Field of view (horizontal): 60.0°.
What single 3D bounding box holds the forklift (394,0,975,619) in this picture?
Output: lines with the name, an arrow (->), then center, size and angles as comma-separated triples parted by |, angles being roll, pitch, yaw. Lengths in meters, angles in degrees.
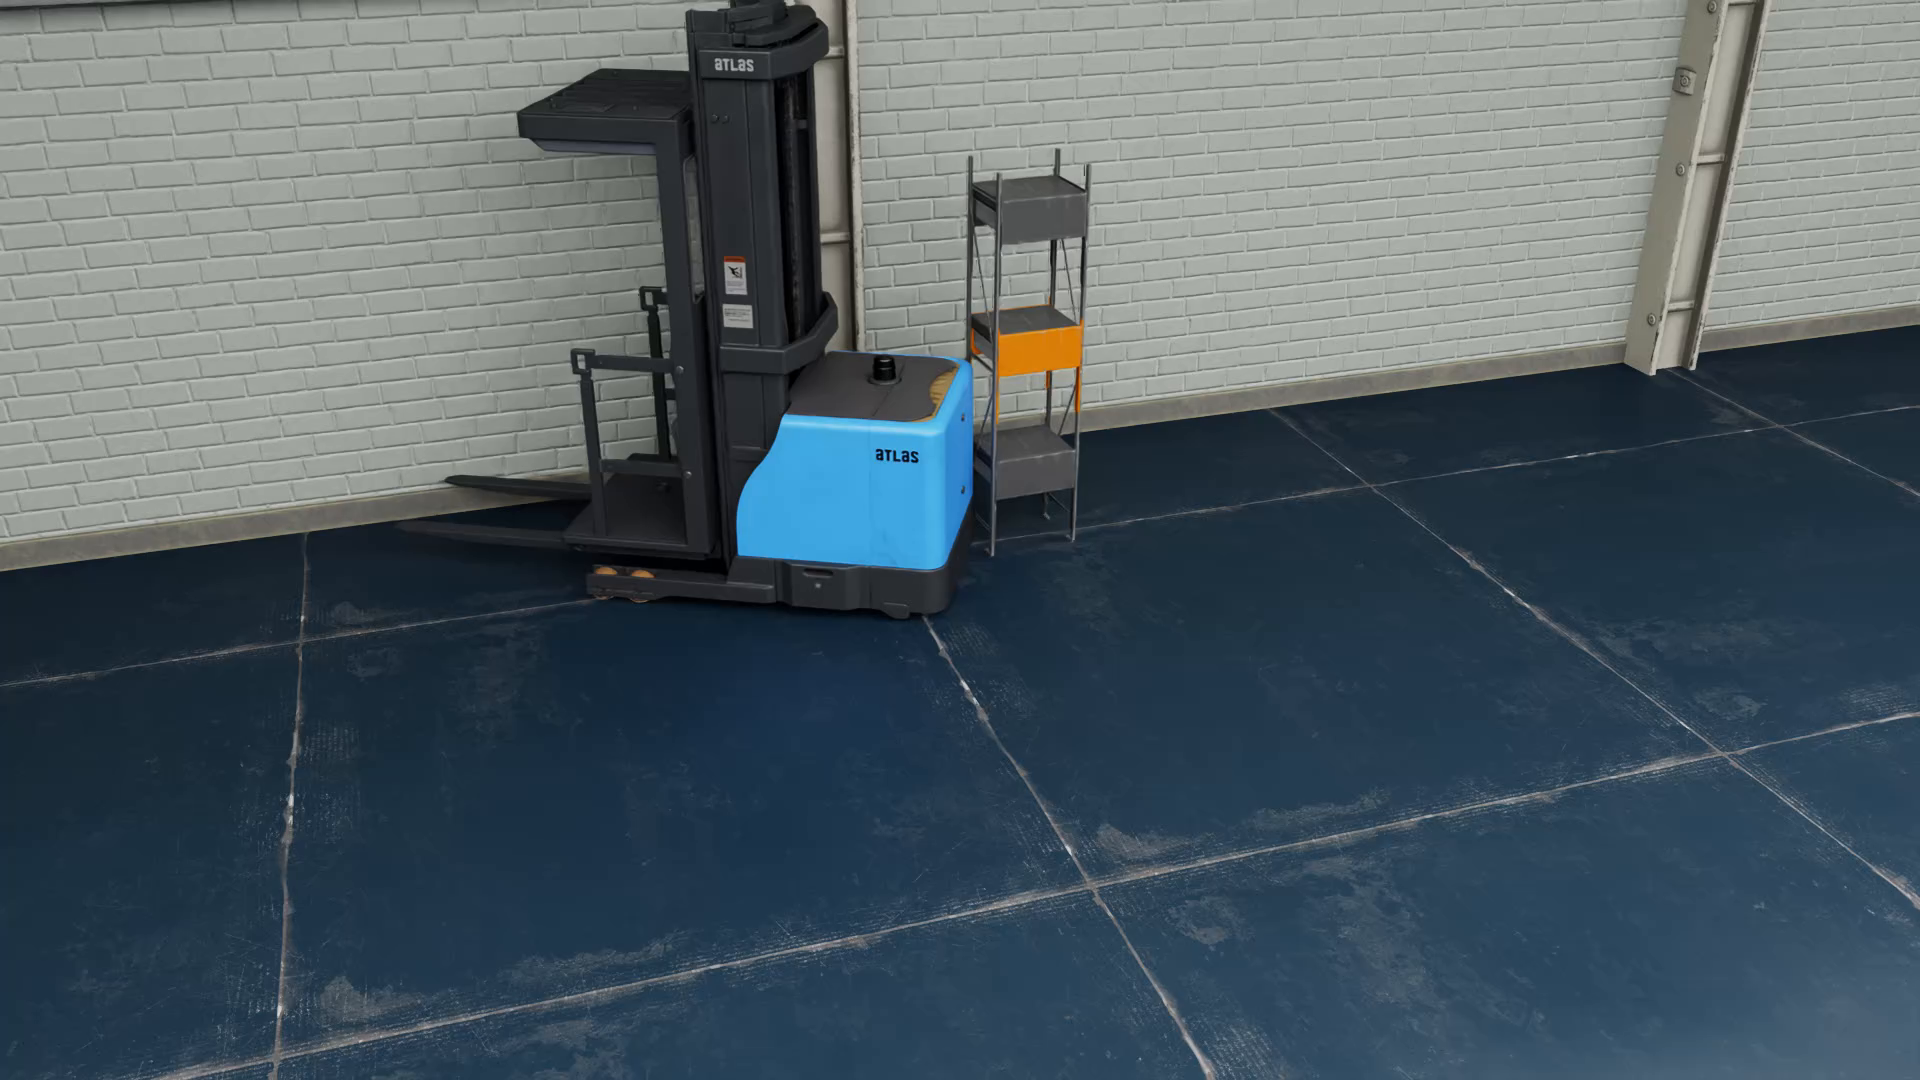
forklift -> -1.481, -1.214, 8.399 | 3.031, 2.935, 1.130 | 4, 27, 9

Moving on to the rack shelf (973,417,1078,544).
rack shelf -> 0.332, -0.330, 9.152 | 0.480, 0.518, 0.431 | -10, 28, -20

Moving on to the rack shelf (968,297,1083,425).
rack shelf -> 0.339, -0.958, 8.843 | 0.480, 0.518, 0.431 | -10, 28, -20

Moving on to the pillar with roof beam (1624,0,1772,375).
pillar with roof beam -> 6.261, -3.446, 6.072 | 0.400, 9.000, 9.100 | -8, 28, -16

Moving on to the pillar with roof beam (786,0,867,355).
pillar with roof beam -> 0.556, -2.620, 4.407 | 0.400, 9.000, 9.100 | -8, 28, -16

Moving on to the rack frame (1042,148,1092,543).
rack frame -> 0.565, -1.009, 8.920 | 0.015, 2.100, 0.400 | -10, 28, -20

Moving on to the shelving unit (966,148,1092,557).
shelving unit -> 0.339, -0.971, 8.837 | 0.503, 2.100, 0.431 | -10, 28, -20

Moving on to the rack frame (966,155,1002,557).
rack frame -> 0.113, -0.932, 8.754 | 0.015, 2.100, 0.400 | -10, 28, -20

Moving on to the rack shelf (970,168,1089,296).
rack shelf -> 0.346, -1.586, 8.534 | 0.480, 0.518, 0.431 | -10, 28, -20
